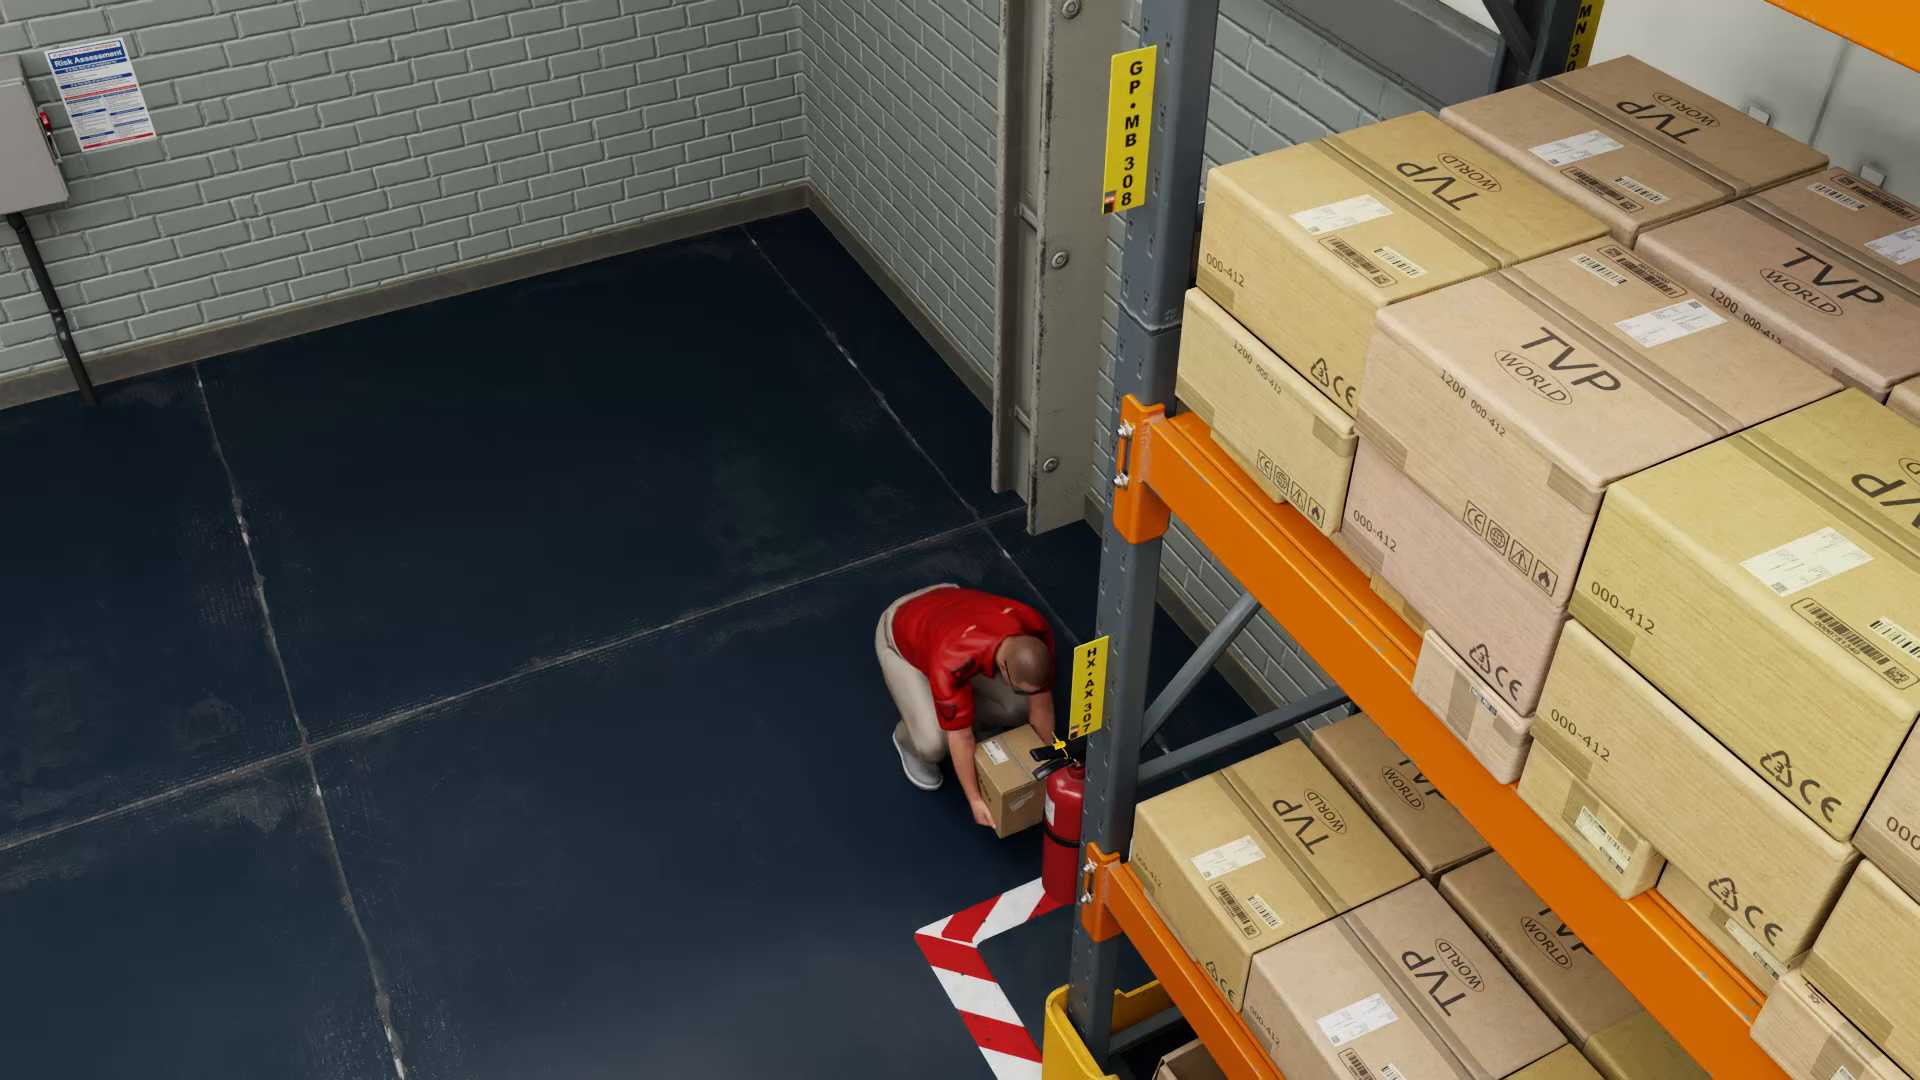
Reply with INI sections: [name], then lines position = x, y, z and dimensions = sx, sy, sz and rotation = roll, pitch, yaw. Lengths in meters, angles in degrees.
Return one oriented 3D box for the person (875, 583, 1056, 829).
[person]
position = 0.039, 0.546, 6.126
dimensions = 0.530, 0.975, 0.904
rotation = -20, 45, -21
